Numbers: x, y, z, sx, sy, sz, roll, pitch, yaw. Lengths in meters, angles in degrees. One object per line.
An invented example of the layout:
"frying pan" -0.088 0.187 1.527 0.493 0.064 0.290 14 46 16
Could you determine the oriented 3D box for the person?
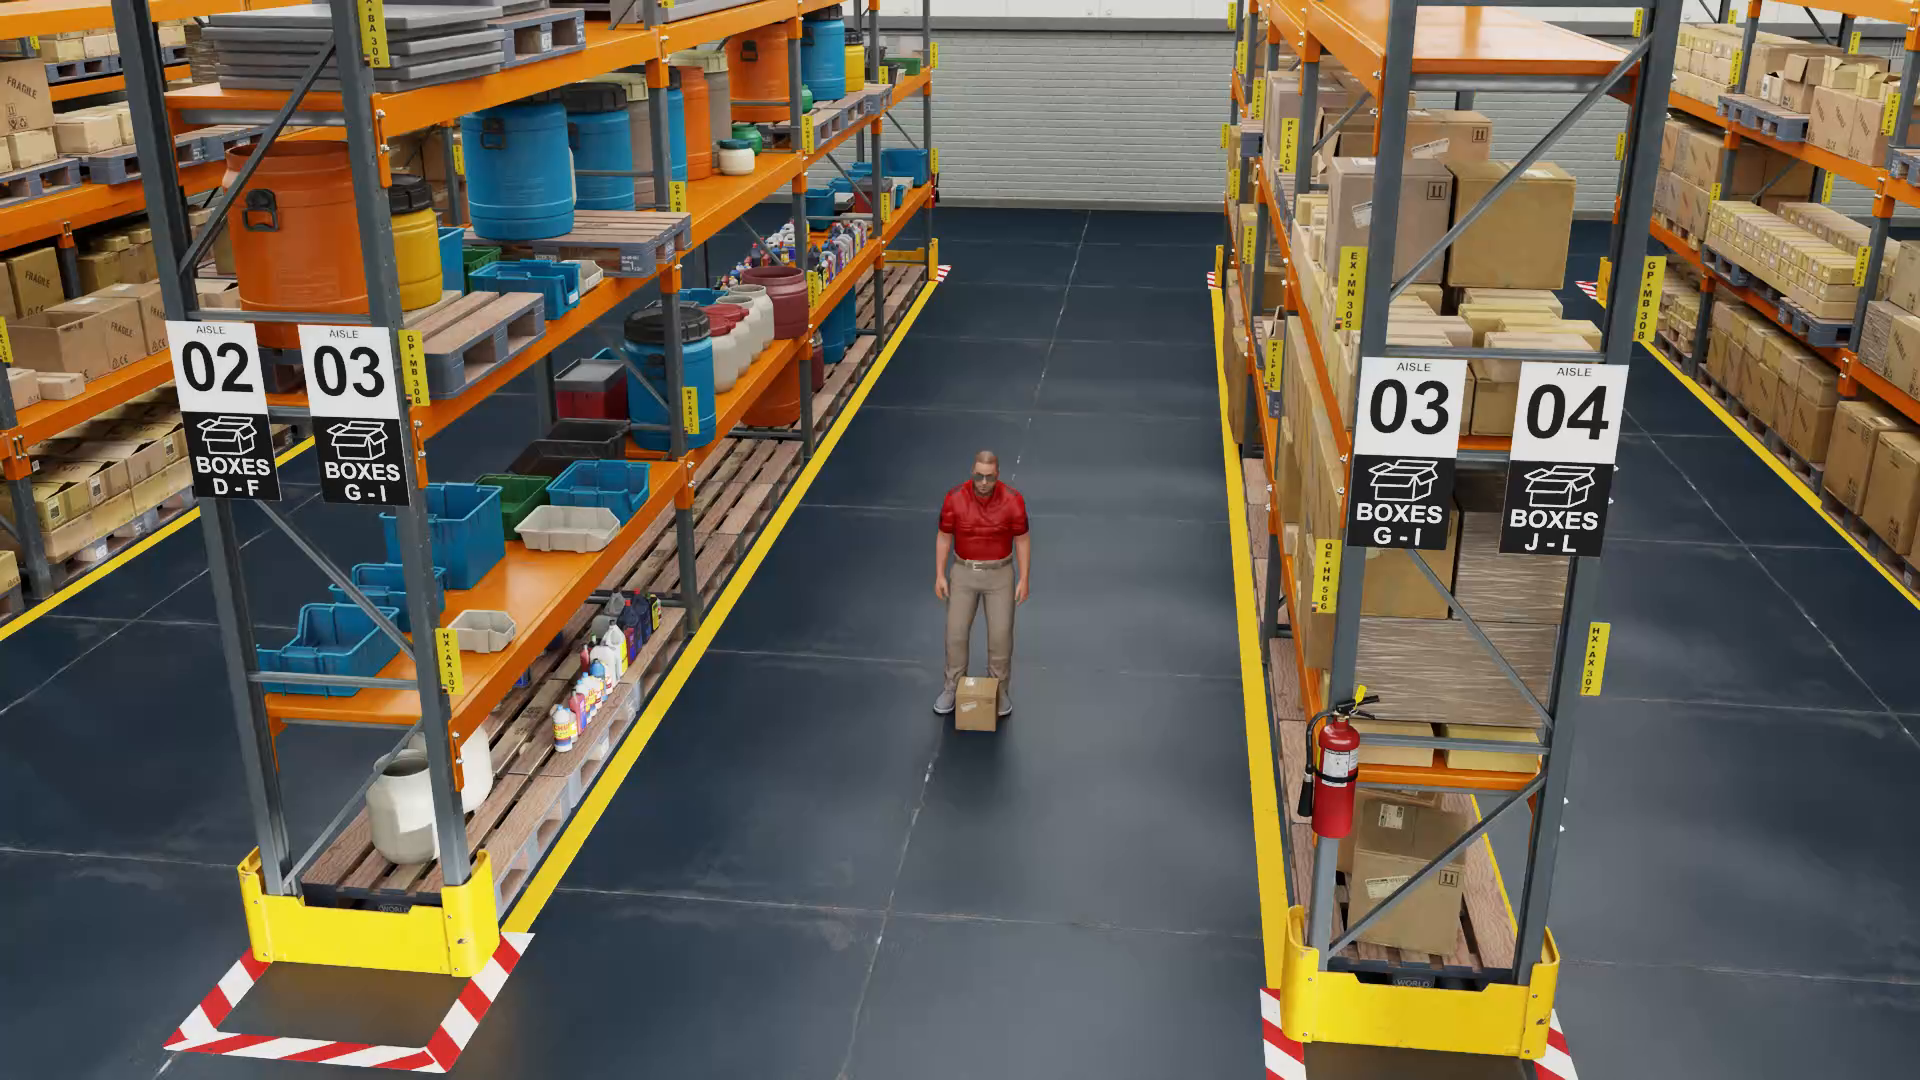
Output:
"person" 0.138 0.251 10.448 0.597 1.727 0.383 2 21 5
